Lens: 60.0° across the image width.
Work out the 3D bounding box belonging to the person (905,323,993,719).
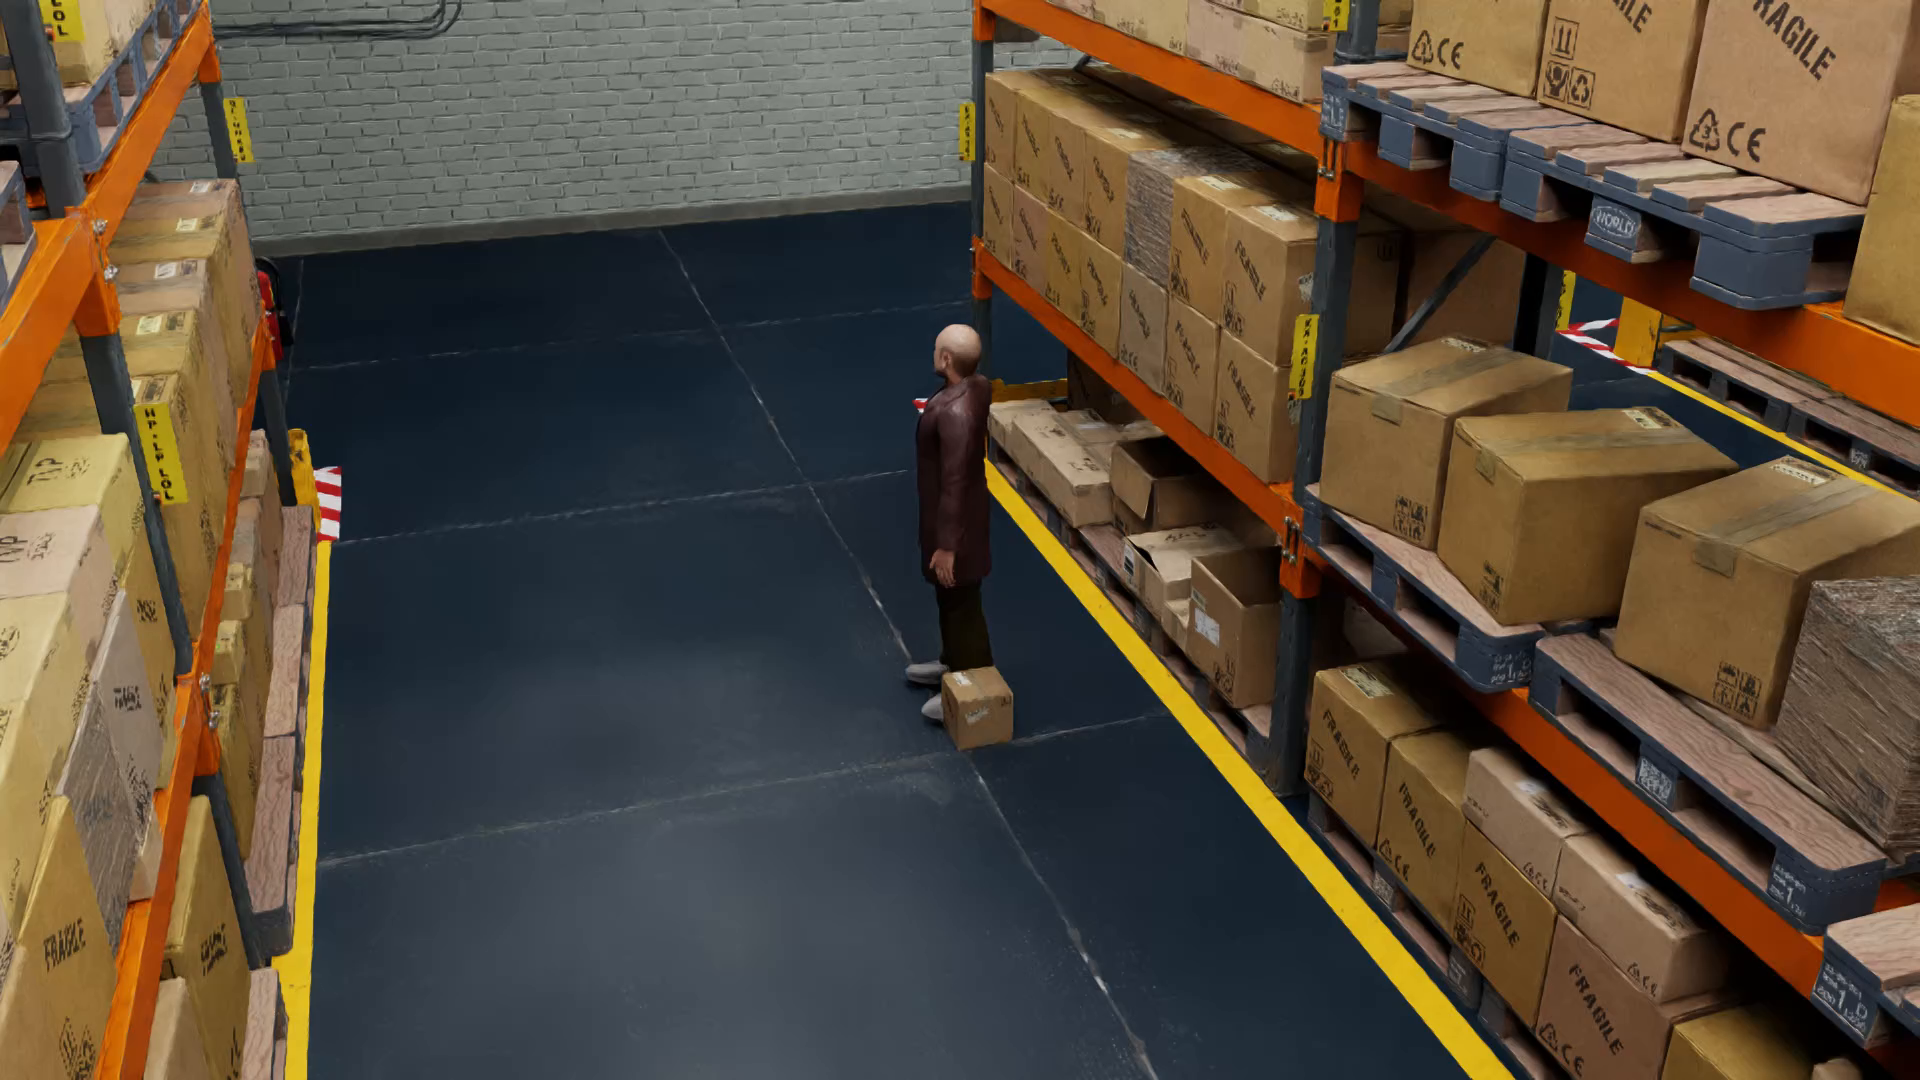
[{"bbox_3d":[-0.051,-0.080,7.243,0.437,1.780,0.674,2,26,4],"label":"person"}]
